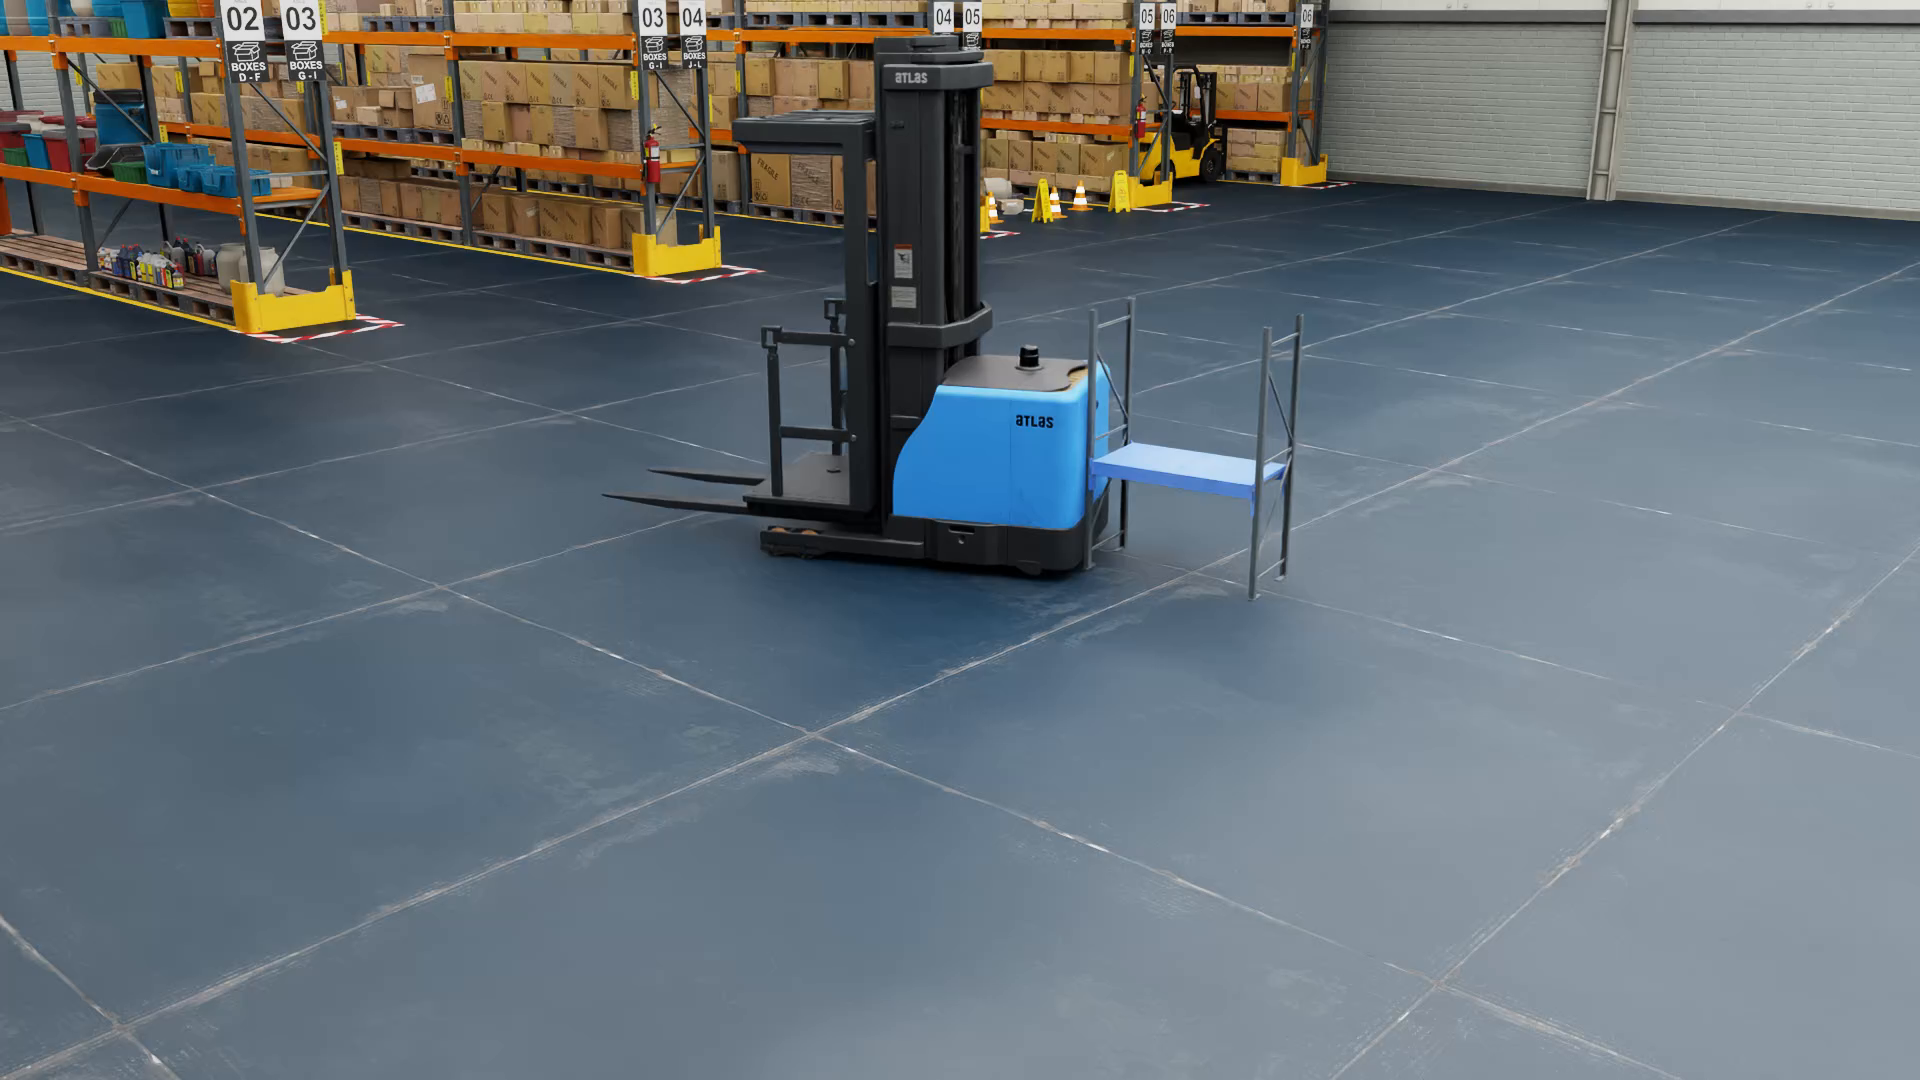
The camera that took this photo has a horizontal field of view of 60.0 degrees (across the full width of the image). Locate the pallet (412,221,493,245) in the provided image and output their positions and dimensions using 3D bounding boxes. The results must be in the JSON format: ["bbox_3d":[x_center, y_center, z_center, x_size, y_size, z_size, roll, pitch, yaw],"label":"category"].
[{"bbox_3d":[-7.019,-4.398,23.620,1.213,0.211,1.003,15,23,39],"label":"pallet"}]

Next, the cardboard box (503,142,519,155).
[{"bbox_3d":[-5.738,-5.135,21.749,0.250,0.149,0.380,15,23,39],"label":"cardboard box"}]

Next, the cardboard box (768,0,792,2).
[{"bbox_3d":[-2.509,-8.158,24.797,0.500,0.250,0.500,15,23,39],"label":"cardboard box"}]

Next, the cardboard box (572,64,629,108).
[{"bbox_3d":[-4.397,-5.587,20.449,0.500,0.500,0.500,15,23,39],"label":"cardboard box"}]

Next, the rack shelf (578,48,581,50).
[{"bbox_3d":[-7.555,-8.964,29.630,4.000,0.370,1.077,15,23,39],"label":"rack shelf"}]

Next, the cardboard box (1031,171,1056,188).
[{"bbox_3d":[1.574,-6.210,28.573,0.500,0.250,0.500,14,22,37],"label":"cardboard box"}]

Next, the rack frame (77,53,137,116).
[{"bbox_3d":[-15.411,-7.980,30.299,0.127,3.000,1.000,15,23,39],"label":"rack frame"}]

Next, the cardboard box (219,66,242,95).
[{"bbox_3d":[-11.430,-7.436,26.760,0.637,0.503,0.797,15,23,40],"label":"cardboard box"}]

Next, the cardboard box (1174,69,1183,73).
[{"bbox_3d":[4.264,-9.102,32.104,0.250,0.149,0.380,15,23,38],"label":"cardboard box"}]

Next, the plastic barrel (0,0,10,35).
[{"bbox_3d":[-11.226,-6.435,19.641,0.708,0.901,0.600,15,23,39],"label":"plastic barrel"}]

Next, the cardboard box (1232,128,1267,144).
[{"bbox_3d":[5.489,-7.623,31.371,0.500,0.250,0.500,16,23,40],"label":"cardboard box"}]

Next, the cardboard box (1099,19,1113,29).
[{"bbox_3d":[2.474,-8.371,26.985,0.250,0.149,0.380,15,23,40],"label":"cardboard box"}]

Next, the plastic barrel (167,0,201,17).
[{"bbox_3d":[-7.668,-5.567,16.730,0.600,0.588,0.600,0,18,0],"label":"plastic barrel"}]

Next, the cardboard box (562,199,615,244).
[{"bbox_3d":[-4.825,-4.148,21.661,0.500,0.500,0.500,-16,23,-41],"label":"cardboard box"}]

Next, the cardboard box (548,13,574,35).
[{"bbox_3d":[-4.726,-6.370,20.513,0.500,0.250,0.500,16,23,40],"label":"cardboard box"}]

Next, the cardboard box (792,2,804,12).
[{"bbox_3d":[-2.259,-7.877,24.569,0.250,0.149,0.380,15,23,38],"label":"cardboard box"}]

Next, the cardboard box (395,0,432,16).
[{"bbox_3d":[-7.427,-7.556,23.137,0.637,0.503,0.797,16,24,41],"label":"cardboard box"}]

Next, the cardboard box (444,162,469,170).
[{"bbox_3d":[-9.571,-7.122,31.613,0.250,0.149,0.380,15,23,40],"label":"cardboard box"}]

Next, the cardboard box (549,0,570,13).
[{"bbox_3d":[-4.827,-6.564,20.466,0.250,0.149,0.380,14,22,37],"label":"cardboard box"}]

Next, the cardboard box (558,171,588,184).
[{"bbox_3d":[-6.725,-6.558,29.254,0.500,0.500,0.500,15,23,39],"label":"cardboard box"}]

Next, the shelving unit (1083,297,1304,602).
[{"bbox_3d":[1.287,-0.528,9.296,1.048,1.500,0.538,11,21,30],"label":"shelving unit"}]

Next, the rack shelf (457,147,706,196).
[{"bbox_3d":[-4.940,-4.826,21.550,4.000,0.370,1.077,15,23,39],"label":"rack shelf"}]

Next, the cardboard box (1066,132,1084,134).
[{"bbox_3d":[2.461,-8.265,34.427,0.625,0.625,0.875,15,23,39],"label":"cardboard box"}]

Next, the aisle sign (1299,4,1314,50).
[{"bbox_3d":[6.280,-9.293,30.137,0.004,0.787,0.394,15,23,39],"label":"aisle sign"}]

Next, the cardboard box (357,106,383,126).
[{"bbox_3d":[-8.326,-6.114,23.972,0.500,0.250,0.500,14,22,38],"label":"cardboard box"}]

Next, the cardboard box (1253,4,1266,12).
[{"bbox_3d":[5.605,-9.789,30.595,0.250,0.149,0.380,14,22,38],"label":"cardboard box"}]

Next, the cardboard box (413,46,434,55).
[{"bbox_3d":[-9.973,-9.081,31.456,0.500,0.500,0.500,14,22,38],"label":"cardboard box"}]

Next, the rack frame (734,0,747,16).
[{"bbox_3d":[-3.068,-9.532,25.271,0.127,3.000,1.000,15,23,39],"label":"rack frame"}]

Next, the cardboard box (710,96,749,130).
[{"bbox_3d":[-3.635,-6.765,26.303,0.500,0.500,0.500,15,23,39],"label":"cardboard box"}]

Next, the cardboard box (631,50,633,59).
[{"bbox_3d":[-6.752,-10.079,35.095,0.500,0.500,0.500,15,23,38],"label":"cardboard box"}]

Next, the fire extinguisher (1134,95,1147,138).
[{"bbox_3d":[2.914,-6.846,26.851,0.183,0.674,0.296,15,23,39],"label":"fire extinguisher"}]

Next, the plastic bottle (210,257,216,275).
[{"bbox_3d":[-8.440,-3.108,18.844,0.097,0.201,0.097,0,18,0],"label":"plastic bottle"}]

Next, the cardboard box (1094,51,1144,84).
[{"bbox_3d":[2.607,-7.729,27.197,0.500,0.500,0.700,14,23,38],"label":"cardboard box"}]

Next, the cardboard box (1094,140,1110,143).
[{"bbox_3d":[2.302,-6.590,28.529,0.500,0.500,0.500,14,22,37],"label":"cardboard box"}]

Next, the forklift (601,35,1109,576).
[{"bbox_3d":[-0.672,-1.433,9.781,3.031,2.935,1.130,5,18,16],"label":"forklift"}]

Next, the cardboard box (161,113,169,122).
[{"bbox_3d":[-13.249,-7.148,28.090,0.250,0.149,0.380,15,23,38],"label":"cardboard box"}]

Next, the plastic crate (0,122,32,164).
[{"bbox_3d":[-11.709,-4.890,20.456,0.583,0.464,0.402,15,23,39],"label":"plastic crate"}]

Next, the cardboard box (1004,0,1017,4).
[{"bbox_3d":[0.964,-9.168,28.180,0.250,0.149,0.380,14,22,37],"label":"cardboard box"}]

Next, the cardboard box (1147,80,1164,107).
[{"bbox_3d":[3.993,-8.735,32.513,0.500,0.500,0.500,16,23,40],"label":"cardboard box"}]

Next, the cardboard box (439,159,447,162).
[{"bbox_3d":[-9.708,-7.305,31.698,0.250,0.149,0.380,14,22,37],"label":"cardboard box"}]

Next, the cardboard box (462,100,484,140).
[{"bbox_3d":[-6.140,-5.656,22.318,0.500,0.500,0.875,15,23,39],"label":"cardboard box"}]

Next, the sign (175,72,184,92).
[{"bbox_3d":[-12.786,-7.502,27.228,0.005,0.325,0.100,15,23,39],"label":"sign"}]

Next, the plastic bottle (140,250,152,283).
[{"bbox_3d":[-8.936,-3.018,18.315,0.185,0.351,0.144,15,23,39],"label":"plastic bottle"}]

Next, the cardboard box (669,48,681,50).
[{"bbox_3d":[-5.905,-10.375,34.953,0.250,0.149,0.380,15,23,38],"label":"cardboard box"}]

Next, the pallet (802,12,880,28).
[{"bbox_3d":[-1.554,-7.649,24.441,1.213,0.211,1.003,15,23,39],"label":"pallet"}]

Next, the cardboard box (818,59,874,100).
[{"bbox_3d":[-1.612,-6.849,24.700,0.500,0.550,0.875,15,23,39],"label":"cardboard box"}]

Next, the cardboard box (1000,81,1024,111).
[{"bbox_3d":[1.044,-7.652,28.606,0.500,0.500,0.500,15,23,39],"label":"cardboard box"}]

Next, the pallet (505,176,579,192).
[{"bbox_3d":[-7.551,-6.549,30.398,1.213,0.211,1.003,15,23,39],"label":"pallet"}]

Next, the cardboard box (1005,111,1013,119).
[{"bbox_3d":[0.989,-7.368,28.785,0.250,0.149,0.380,15,23,39],"label":"cardboard box"}]

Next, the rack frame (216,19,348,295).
[{"bbox_3d":[-6.731,-3.647,16.645,0.127,3.000,1.000,15,23,39],"label":"rack frame"}]

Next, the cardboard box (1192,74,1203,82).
[{"bbox_3d":[4.641,-8.855,31.817,0.250,0.149,0.380,14,23,38],"label":"cardboard box"}]

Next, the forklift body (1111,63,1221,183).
[{"bbox_3d":[3.797,-7.697,30.809,1.214,2.155,2.313,15,23,39],"label":"forklift body"}]

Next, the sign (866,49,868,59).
[{"bbox_3d":[-2.184,-11.221,38.596,0.005,0.325,0.100,15,23,39],"label":"sign"}]
